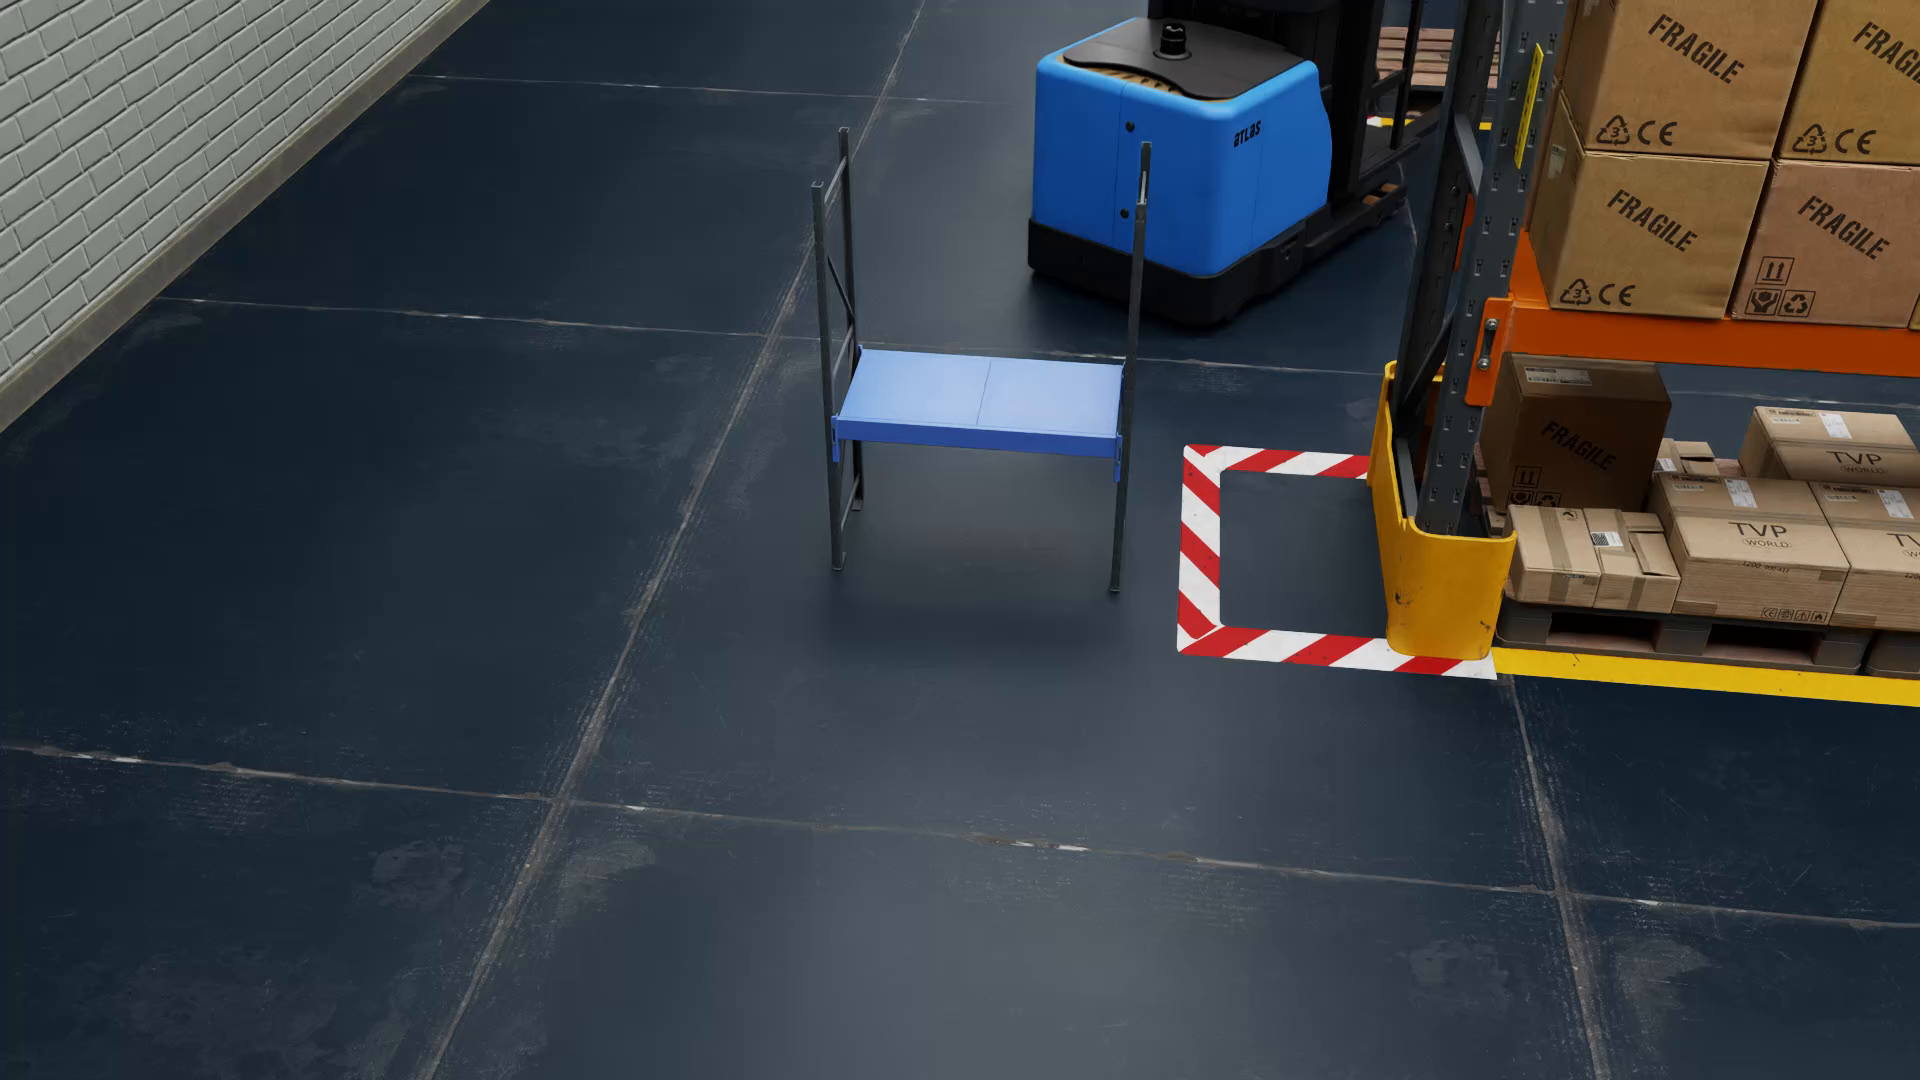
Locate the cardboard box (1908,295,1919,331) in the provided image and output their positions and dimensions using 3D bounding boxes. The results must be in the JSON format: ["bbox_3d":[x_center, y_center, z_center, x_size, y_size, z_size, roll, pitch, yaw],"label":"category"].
[{"bbox_3d":[3.057,-0.942,4.901,0.500,0.500,0.500,4,36,6],"label":"cardboard box"}]

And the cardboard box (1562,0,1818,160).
[{"bbox_3d":[2.048,-1.423,4.714,0.500,0.500,0.500,5,36,7],"label":"cardboard box"}]

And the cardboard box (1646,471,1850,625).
[{"bbox_3d":[2.640,0.021,5.626,0.500,0.250,0.500,4,36,6],"label":"cardboard box"}]

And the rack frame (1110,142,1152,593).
[{"bbox_3d":[0.589,-0.567,5.753,0.032,1.500,0.500,4,36,6],"label":"rack frame"}]

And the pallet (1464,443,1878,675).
[{"bbox_3d":[2.507,0.040,6.013,1.213,0.211,1.003,4,36,6],"label":"pallet"}]

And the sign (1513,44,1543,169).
[{"bbox_3d":[1.572,-1.199,4.603,0.005,0.325,0.100,4,36,6],"label":"sign"}]

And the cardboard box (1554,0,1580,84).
[{"bbox_3d":[2.117,-1.733,5.149,0.500,0.500,0.500,4,36,6],"label":"cardboard box"}]

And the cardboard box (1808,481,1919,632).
[{"bbox_3d":[3.136,0.058,5.575,0.500,0.250,0.500,4,36,6],"label":"cardboard box"}]

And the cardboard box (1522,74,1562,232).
[{"bbox_3d":[2.120,-1.324,5.437,0.500,0.500,0.500,5,36,7],"label":"cardboard box"}]

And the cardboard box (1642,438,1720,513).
[{"bbox_3d":[2.602,-0.205,6.016,0.250,0.166,0.380,4,36,6],"label":"cardboard box"}]

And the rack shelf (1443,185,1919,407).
[{"bbox_3d":[3.625,-0.719,5.294,4.000,0.370,1.077,4,36,6],"label":"rack shelf"}]

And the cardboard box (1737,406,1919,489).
[{"bbox_3d":[3.150,-0.234,5.983,0.500,0.250,0.500,4,36,6],"label":"cardboard box"}]

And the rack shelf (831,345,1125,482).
[{"bbox_3d":[0.085,-0.458,5.910,1.000,0.185,0.538,4,36,6],"label":"rack shelf"}]

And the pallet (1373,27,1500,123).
[{"bbox_3d":[3.089,-2.795,9.985,1.213,0.211,1.003,4,36,6],"label":"pallet"}]

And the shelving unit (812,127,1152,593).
[{"bbox_3d":[0.085,-0.604,5.805,1.048,1.500,0.538,4,36,6],"label":"shelving unit"}]

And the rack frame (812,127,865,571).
[{"bbox_3d":[-0.420,-0.642,5.858,0.032,1.500,0.500,4,36,6],"label":"rack frame"}]

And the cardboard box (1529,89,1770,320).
[{"bbox_3d":[2.048,-1.016,5.005,0.500,0.500,0.500,5,36,7],"label":"cardboard box"}]

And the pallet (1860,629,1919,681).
[{"bbox_3d":[3.714,0.131,5.885,1.213,0.211,1.003,4,36,6],"label":"pallet"}]

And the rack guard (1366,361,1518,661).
[{"bbox_3d":[1.716,-0.137,6.011,0.348,0.500,1.175,4,36,6],"label":"rack guard"}]

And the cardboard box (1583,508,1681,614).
[{"bbox_3d":[2.260,0.062,5.641,0.250,0.166,0.380,4,36,6],"label":"cardboard box"}]

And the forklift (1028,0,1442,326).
[{"bbox_3d":[1.650,-2.944,7.851,1.130,2.935,3.031,26,43,31],"label":"forklift"}]

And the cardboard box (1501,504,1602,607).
[{"bbox_3d":[2.013,0.051,5.672,0.250,0.149,0.380,4,36,6],"label":"cardboard box"}]

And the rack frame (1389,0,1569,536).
[{"bbox_3d":[1.641,-1.160,5.293,0.127,3.000,1.000,4,36,6],"label":"rack frame"}]

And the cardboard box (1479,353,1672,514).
[{"bbox_3d":[2.212,-0.423,6.034,0.500,0.500,0.500,4,36,6],"label":"cardboard box"}]

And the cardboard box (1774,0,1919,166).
[{"bbox_3d":[2.567,-1.388,4.666,0.500,0.500,0.500,5,36,6],"label":"cardboard box"}]

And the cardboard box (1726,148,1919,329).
[{"bbox_3d":[2.560,-0.980,4.956,0.500,0.500,0.500,4,36,5],"label":"cardboard box"}]
